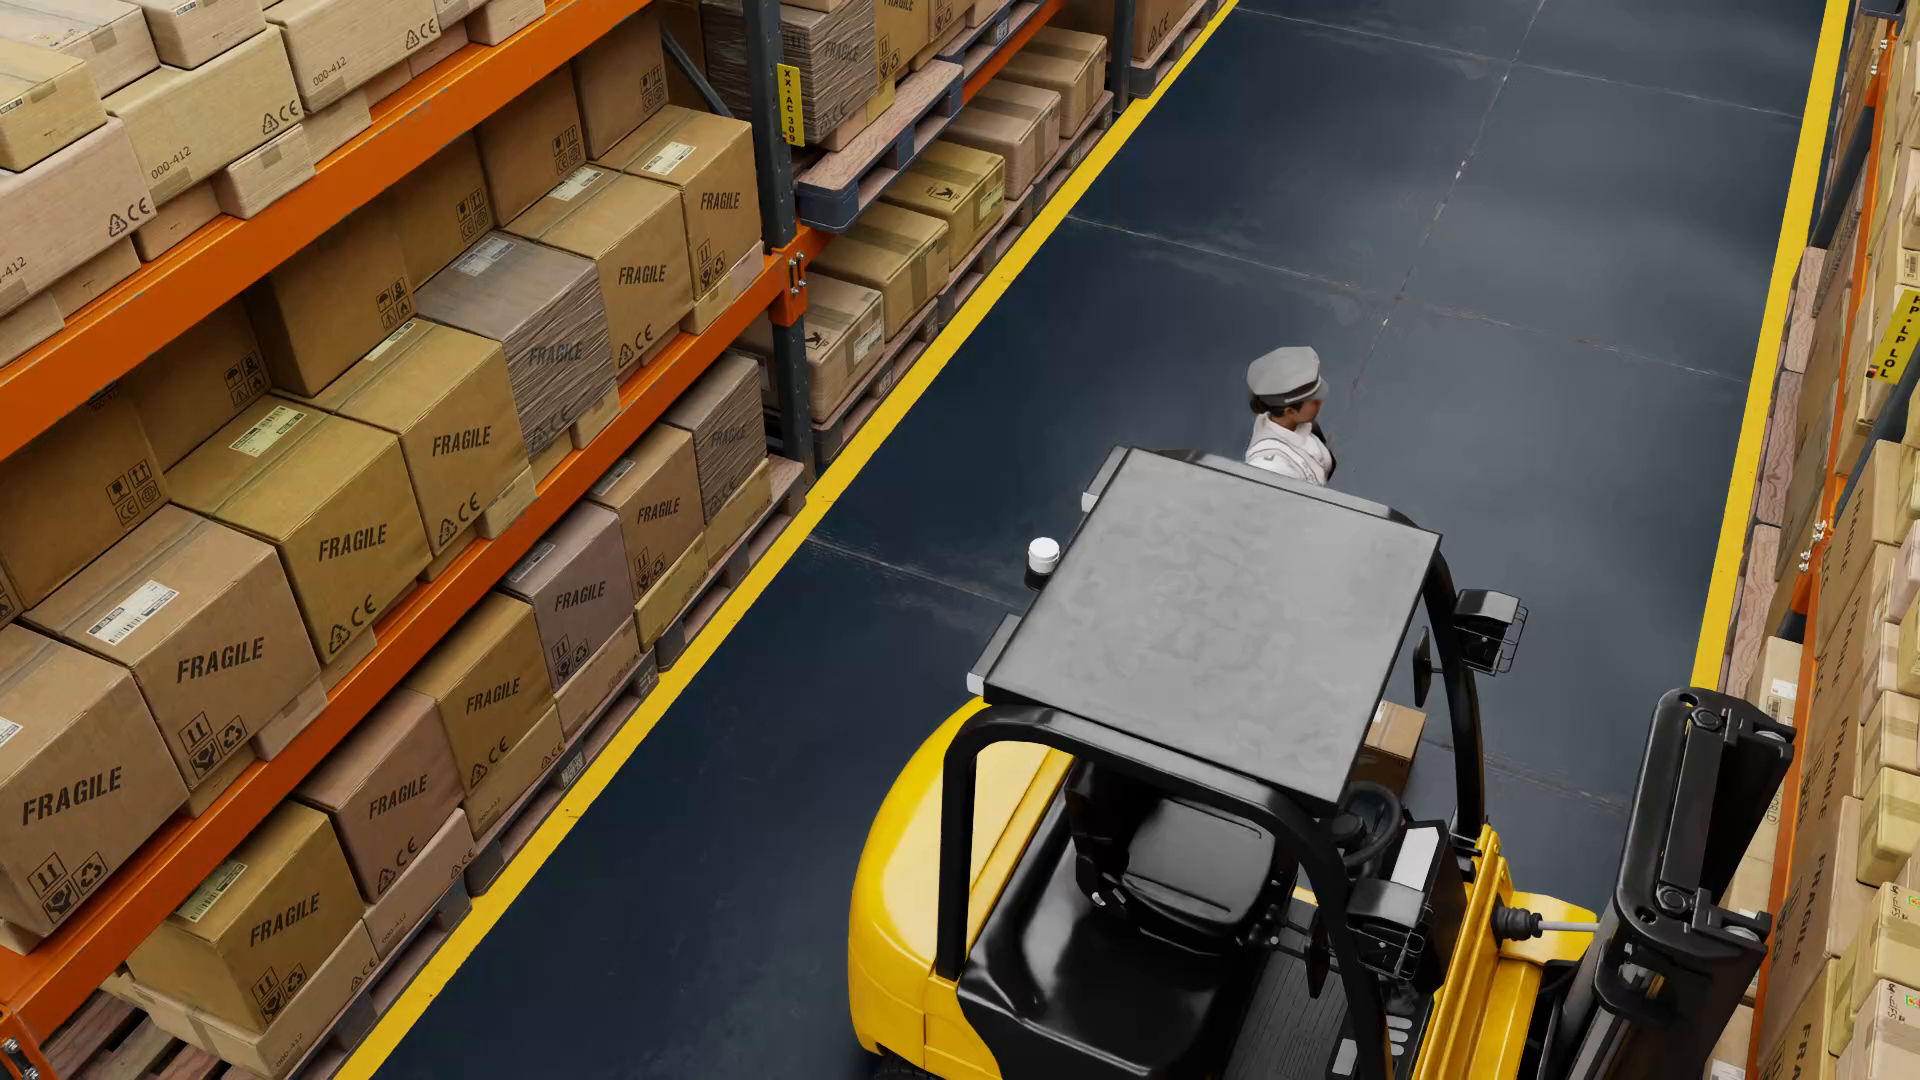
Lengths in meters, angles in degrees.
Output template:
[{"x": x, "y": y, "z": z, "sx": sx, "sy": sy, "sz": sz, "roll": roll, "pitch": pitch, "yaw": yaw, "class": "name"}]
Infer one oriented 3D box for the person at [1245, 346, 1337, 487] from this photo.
[{"x": 1.171, "y": 0.036, "z": 6.075, "sx": 0.421, "sy": 1.713, "sz": 0.509, "roll": 12, "pitch": 44, "yaw": 13, "class": "person"}]
